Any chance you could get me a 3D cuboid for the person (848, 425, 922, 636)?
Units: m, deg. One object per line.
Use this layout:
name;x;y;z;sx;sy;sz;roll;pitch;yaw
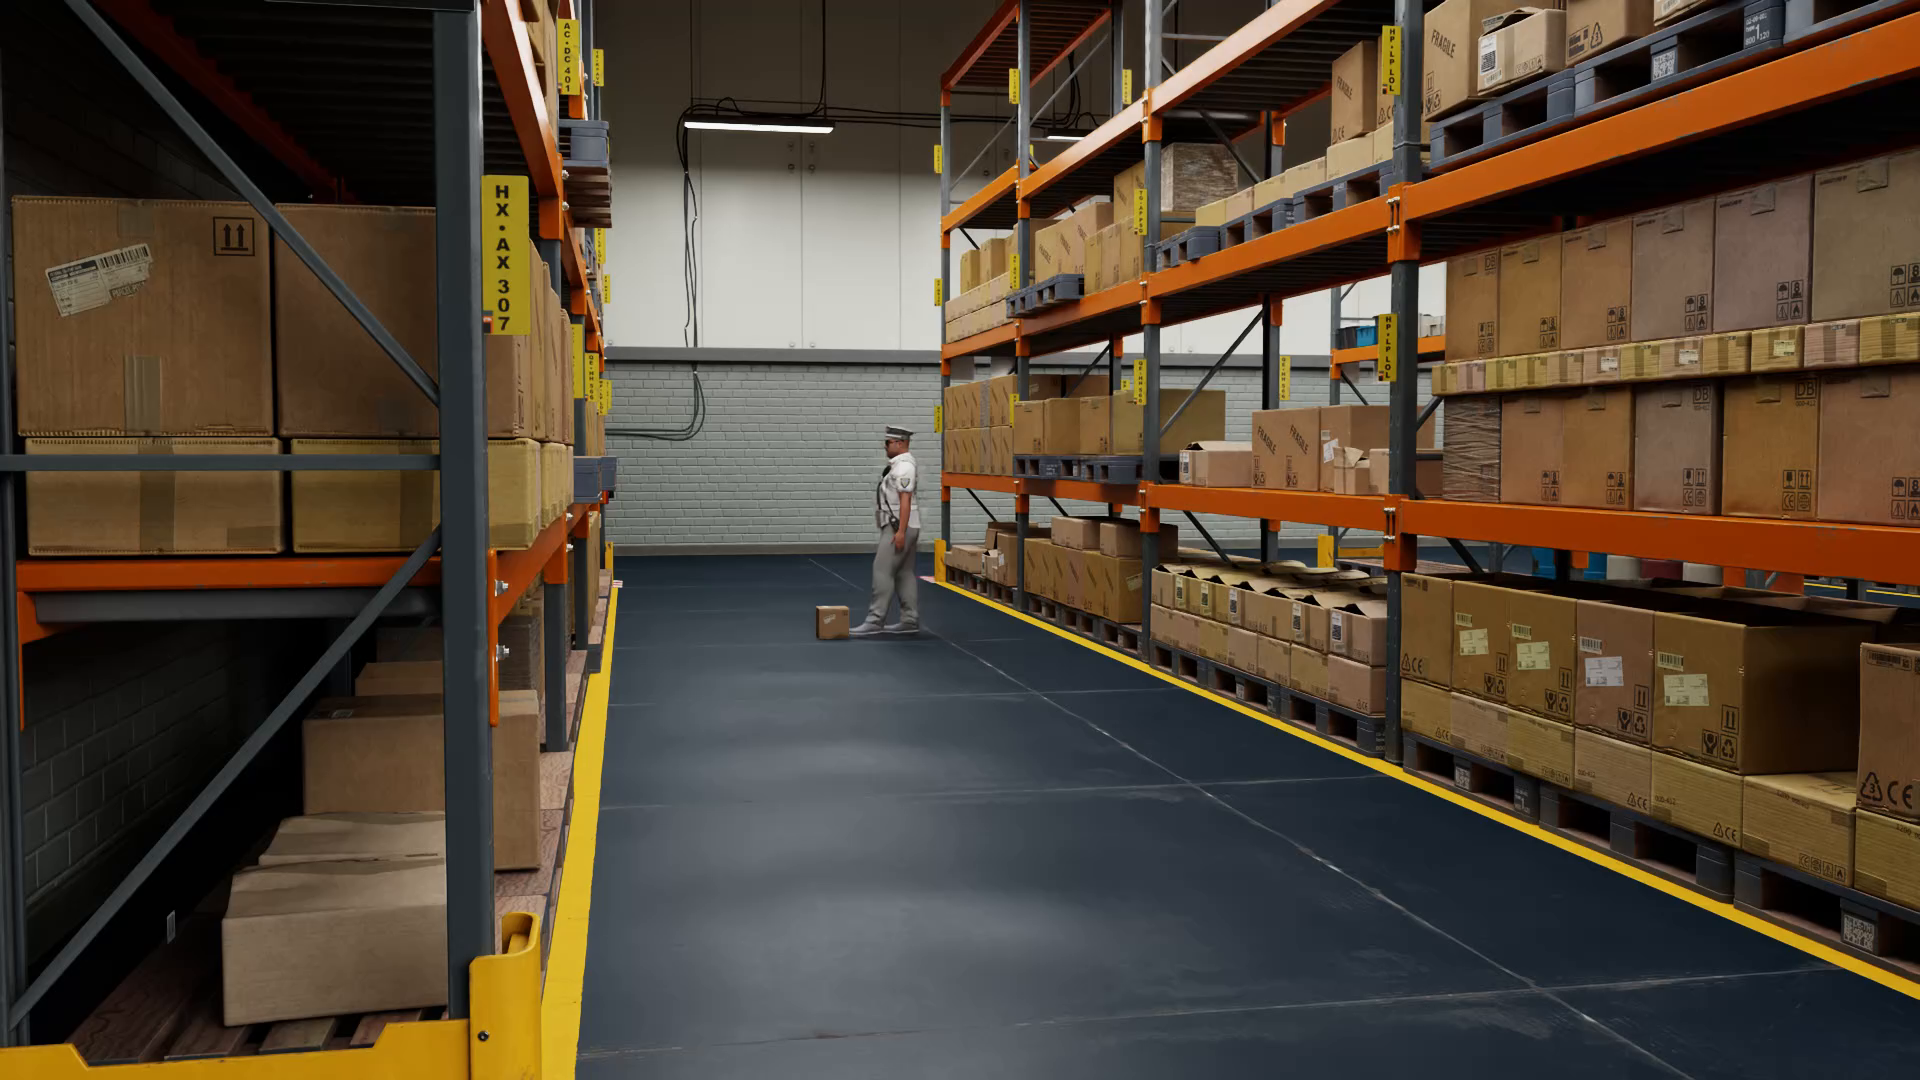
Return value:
person;-0.636;-0.085;13.903;0.633;1.751;0.565;0;3;0
